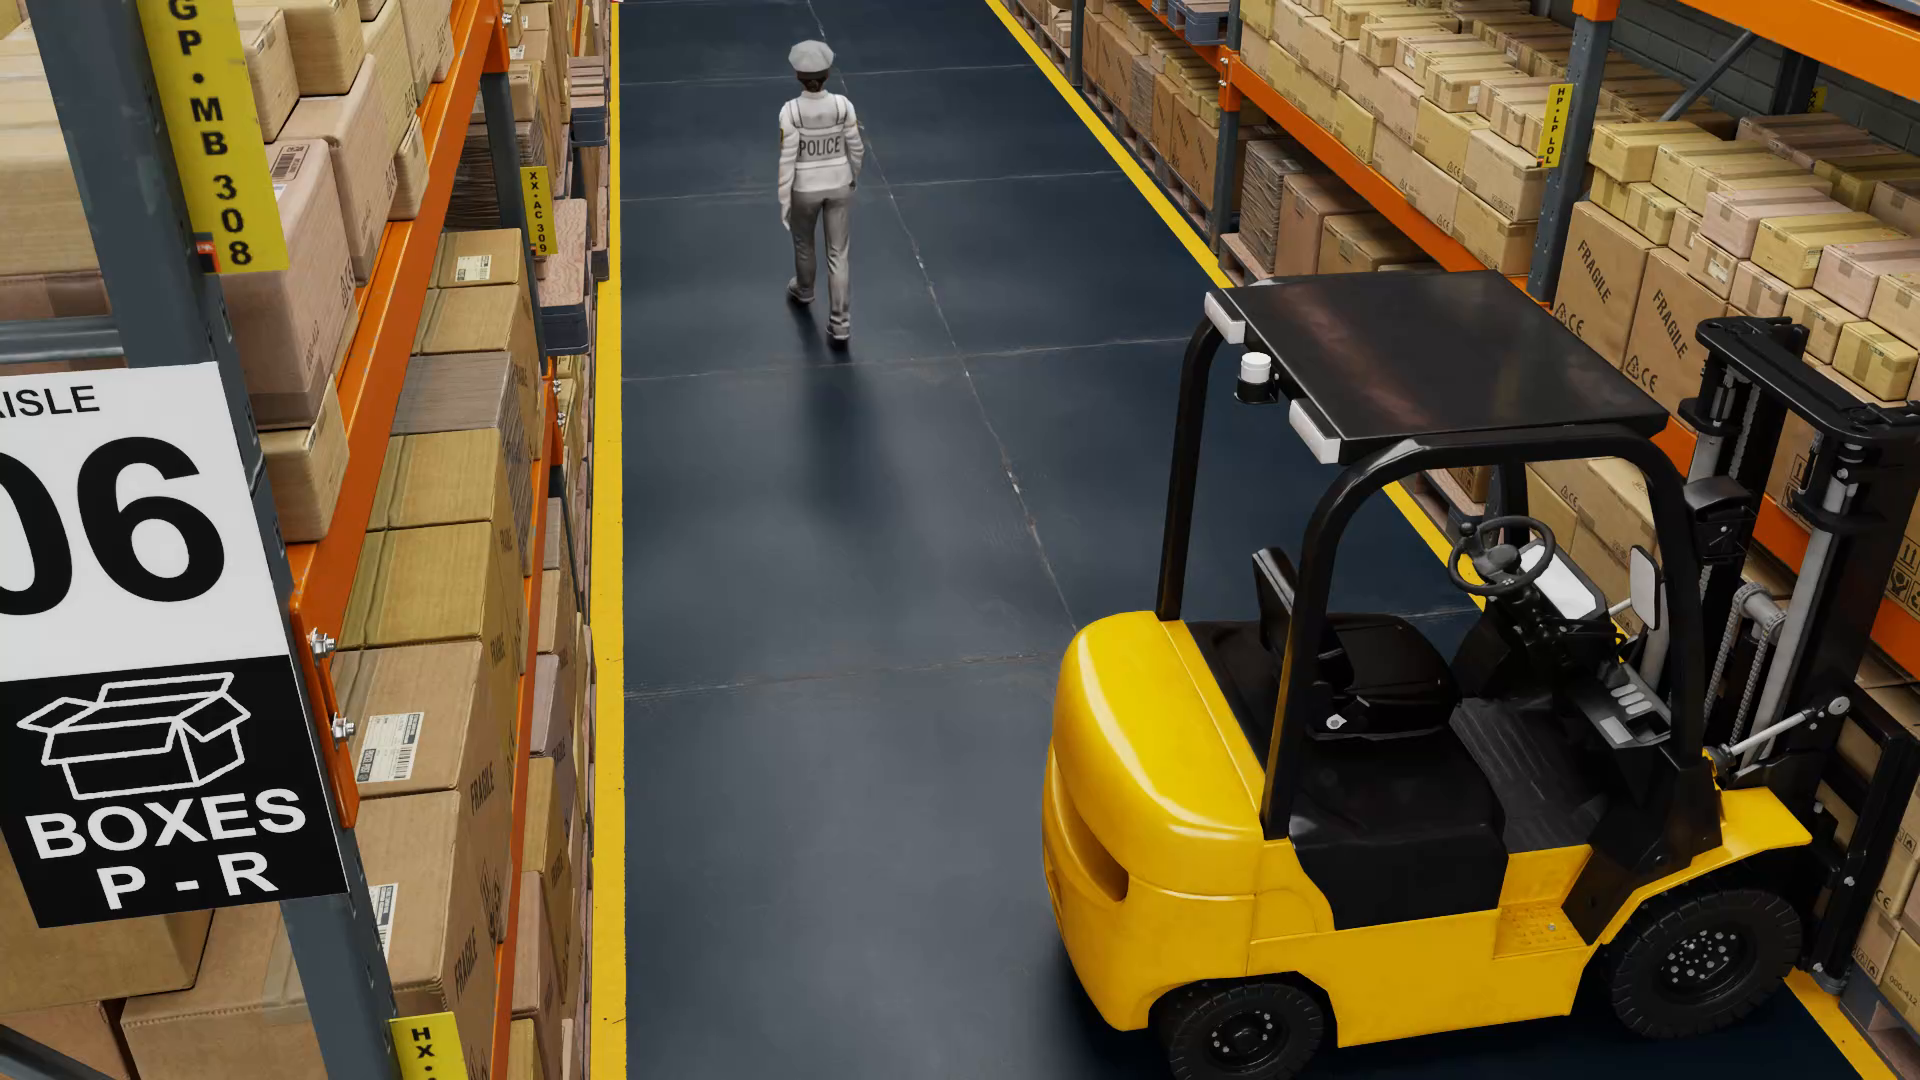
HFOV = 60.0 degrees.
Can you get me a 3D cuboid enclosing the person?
[{"bbox_3d":[-0.802,-2.040,9.500,0.517,1.629,0.982,-6,31,-10],"label":"person"}]
